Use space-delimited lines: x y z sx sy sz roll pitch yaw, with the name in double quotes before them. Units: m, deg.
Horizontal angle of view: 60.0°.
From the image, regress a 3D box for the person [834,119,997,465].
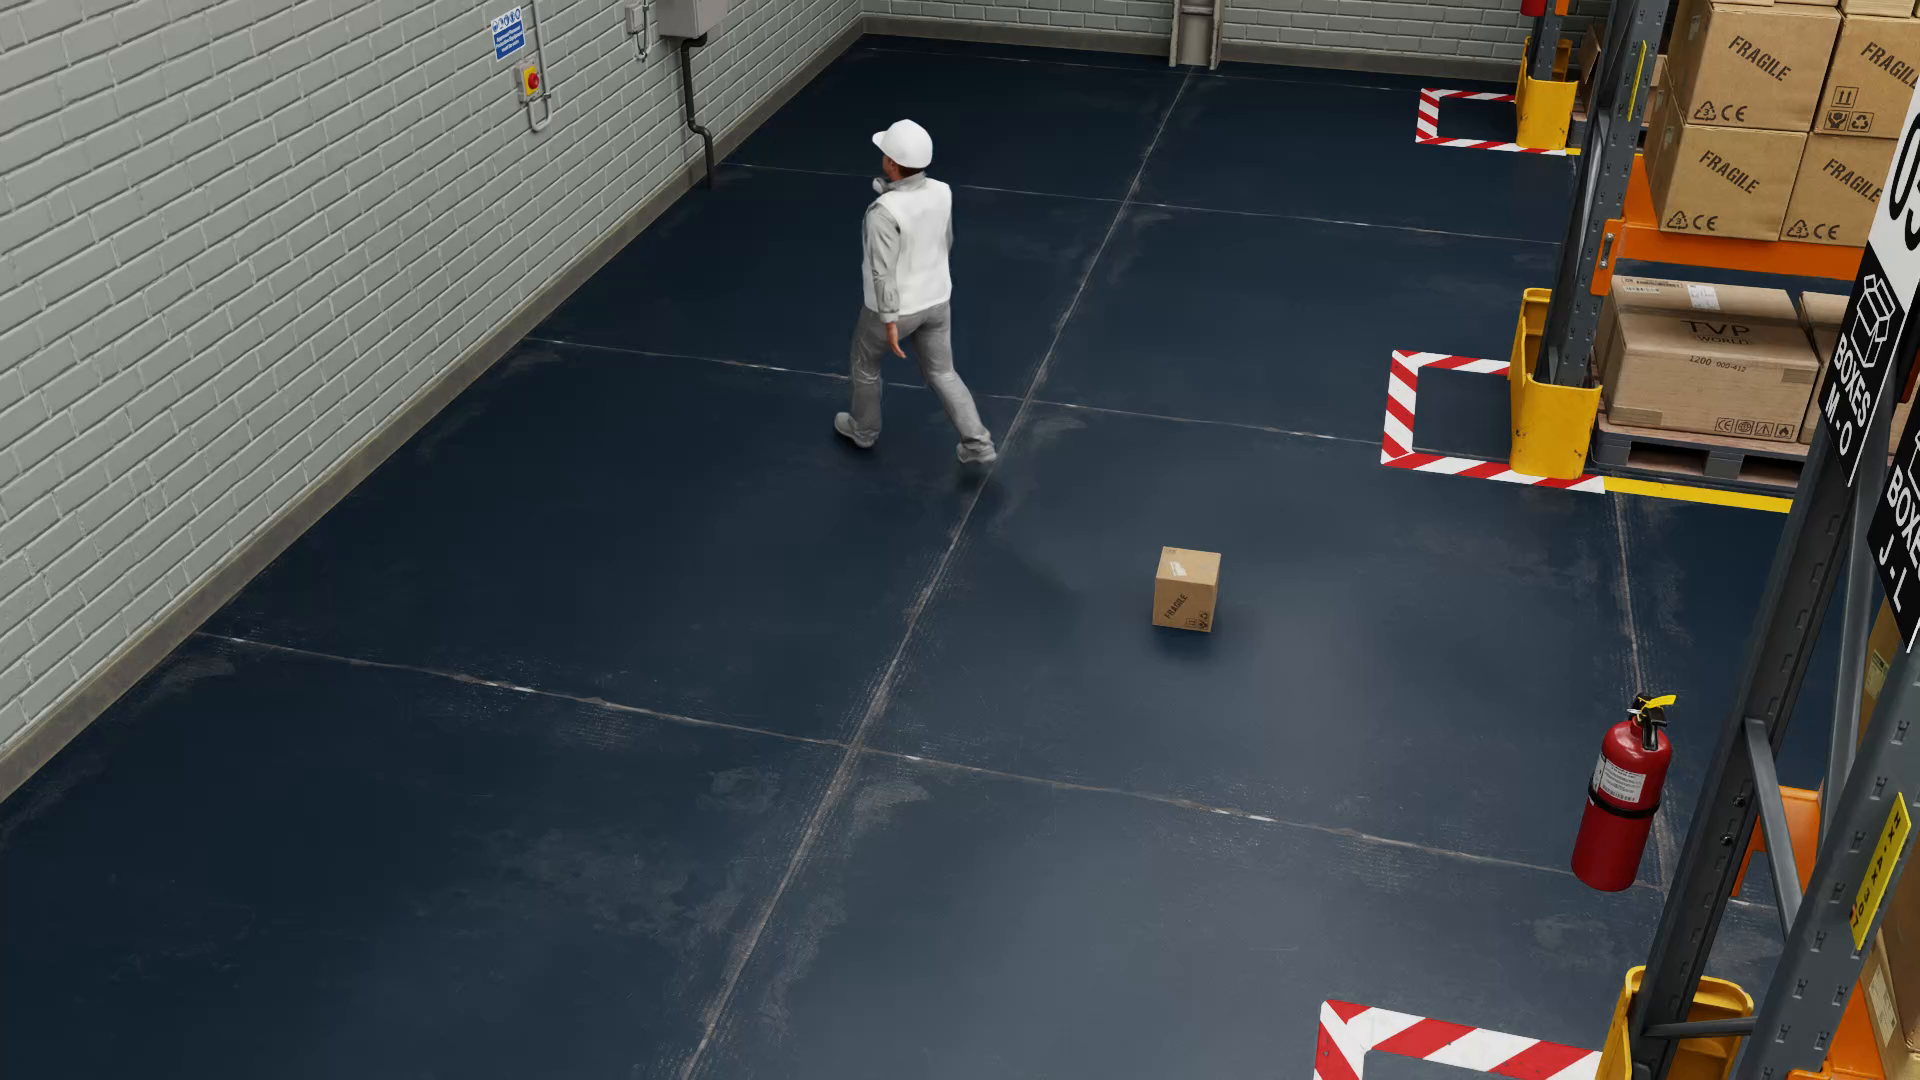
"person" -0.240 -1.154 7.918 0.554 1.730 1.001 -25 40 -33
